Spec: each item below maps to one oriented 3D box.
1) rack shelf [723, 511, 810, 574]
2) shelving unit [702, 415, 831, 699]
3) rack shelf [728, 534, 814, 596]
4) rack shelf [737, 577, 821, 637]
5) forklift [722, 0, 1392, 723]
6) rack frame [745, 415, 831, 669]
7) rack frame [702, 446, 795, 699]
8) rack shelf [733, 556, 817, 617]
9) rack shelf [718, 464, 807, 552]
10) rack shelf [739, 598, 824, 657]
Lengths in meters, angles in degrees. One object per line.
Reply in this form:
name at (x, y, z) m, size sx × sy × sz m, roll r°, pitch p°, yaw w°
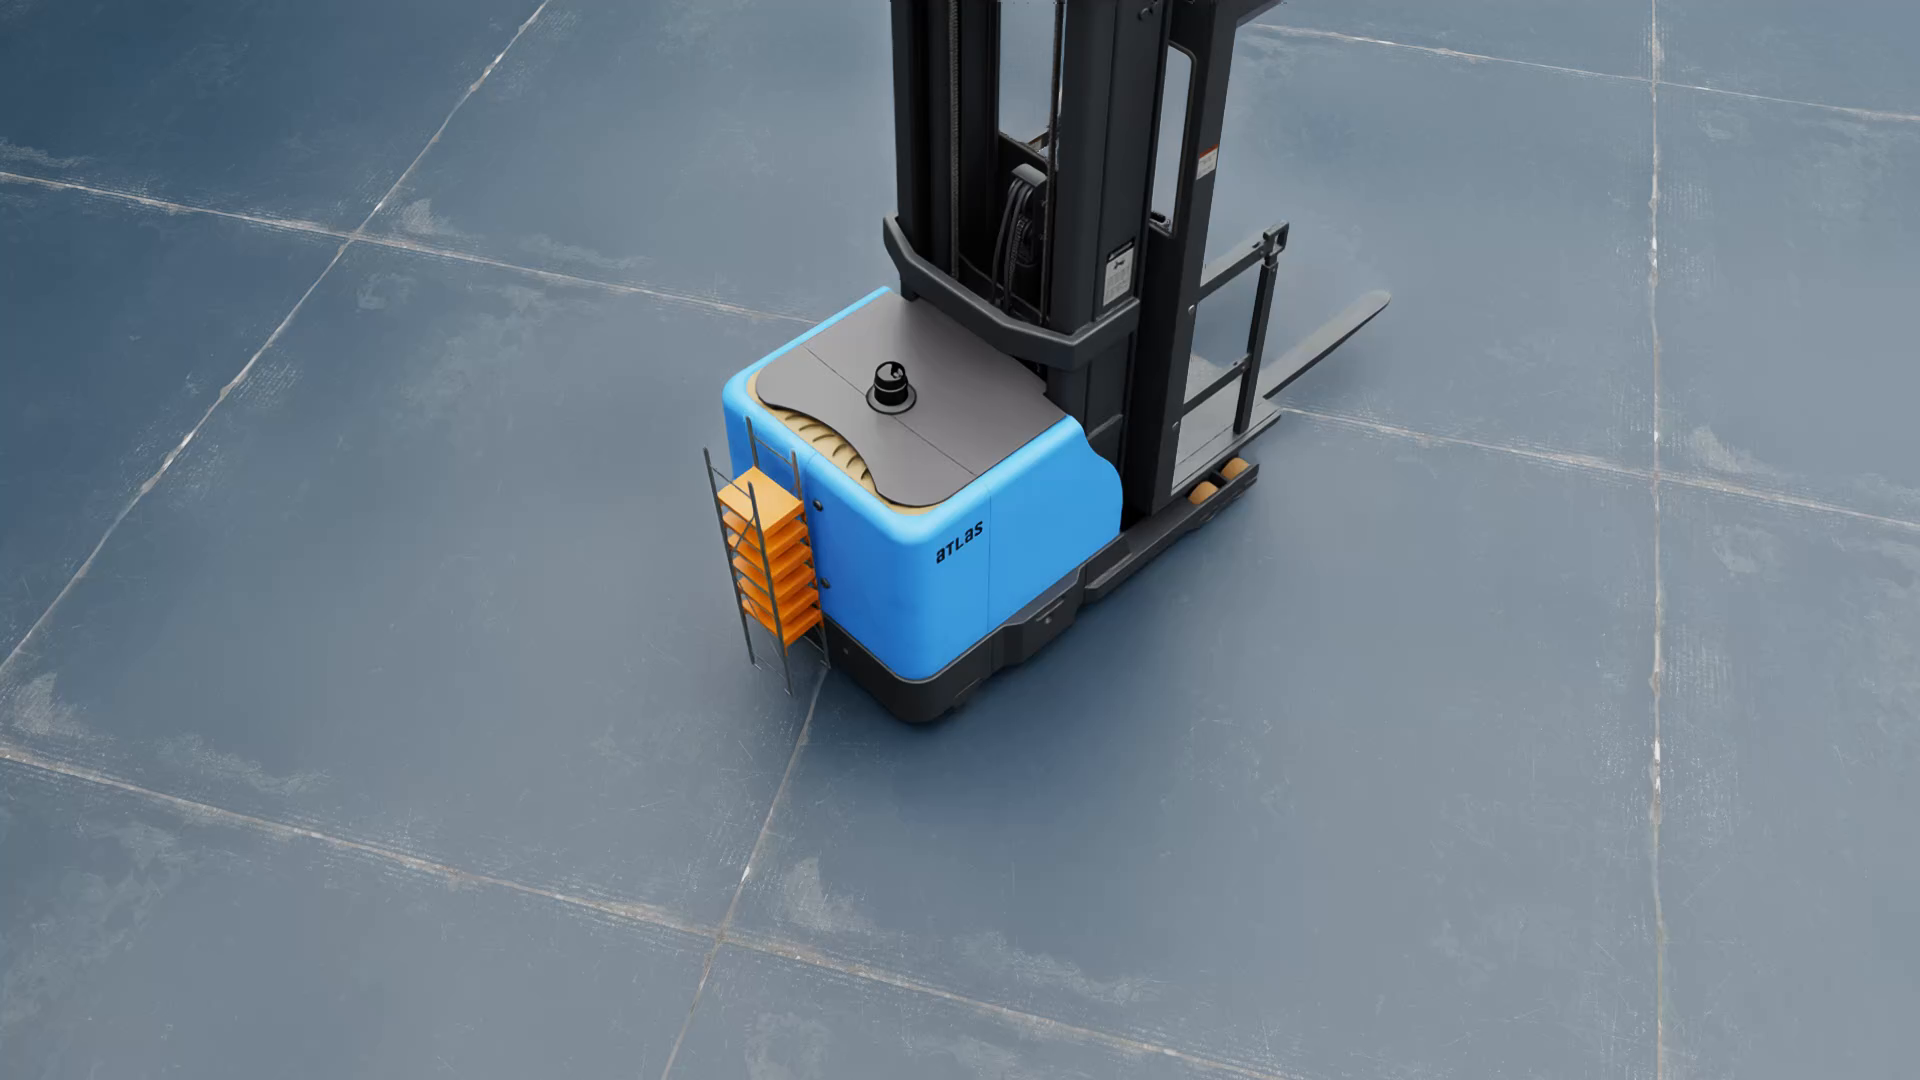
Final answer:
rack shelf at (-0.662, -0.033, 5.632) m, size 0.258 × 0.103 × 0.180 m, roll 36°, pitch 60°, yaw 27°
shelving unit at (-0.655, 0.091, 5.783) m, size 0.258 × 1.200 × 0.189 m, roll 36°, pitch 60°, yaw 27°
rack shelf at (-0.658, 0.043, 5.724) m, size 0.258 × 0.103 × 0.180 m, roll 36°, pitch 60°, yaw 27°
rack shelf at (-0.649, 0.195, 5.910) m, size 0.258 × 0.103 × 0.180 m, roll 36°, pitch 60°, yaw 27°
forklift at (0.577, -1.297, 5.859) m, size 3.031 × 2.935 × 1.130 m, roll -36°, pitch 57°, yaw -27°
rack frame at (-0.591, 0.039, 5.823) m, size 0.240 × 1.200 × 0.006 m, roll 36°, pitch 60°, yaw 27°
rack frame at (-0.719, 0.143, 5.743) m, size 0.240 × 1.200 × 0.006 m, roll 36°, pitch 60°, yaw 27°
rack shelf at (-0.653, 0.119, 5.817) m, size 0.258 × 0.103 × 0.180 m, roll 36°, pitch 60°, yaw 27°
rack shelf at (-0.666, -0.109, 5.539) m, size 0.258 × 0.103 × 0.180 m, roll 36°, pitch 60°, yaw 27°
rack shelf at (-0.645, 0.272, 6.002) m, size 0.258 × 0.103 × 0.180 m, roll 36°, pitch 60°, yaw 27°
